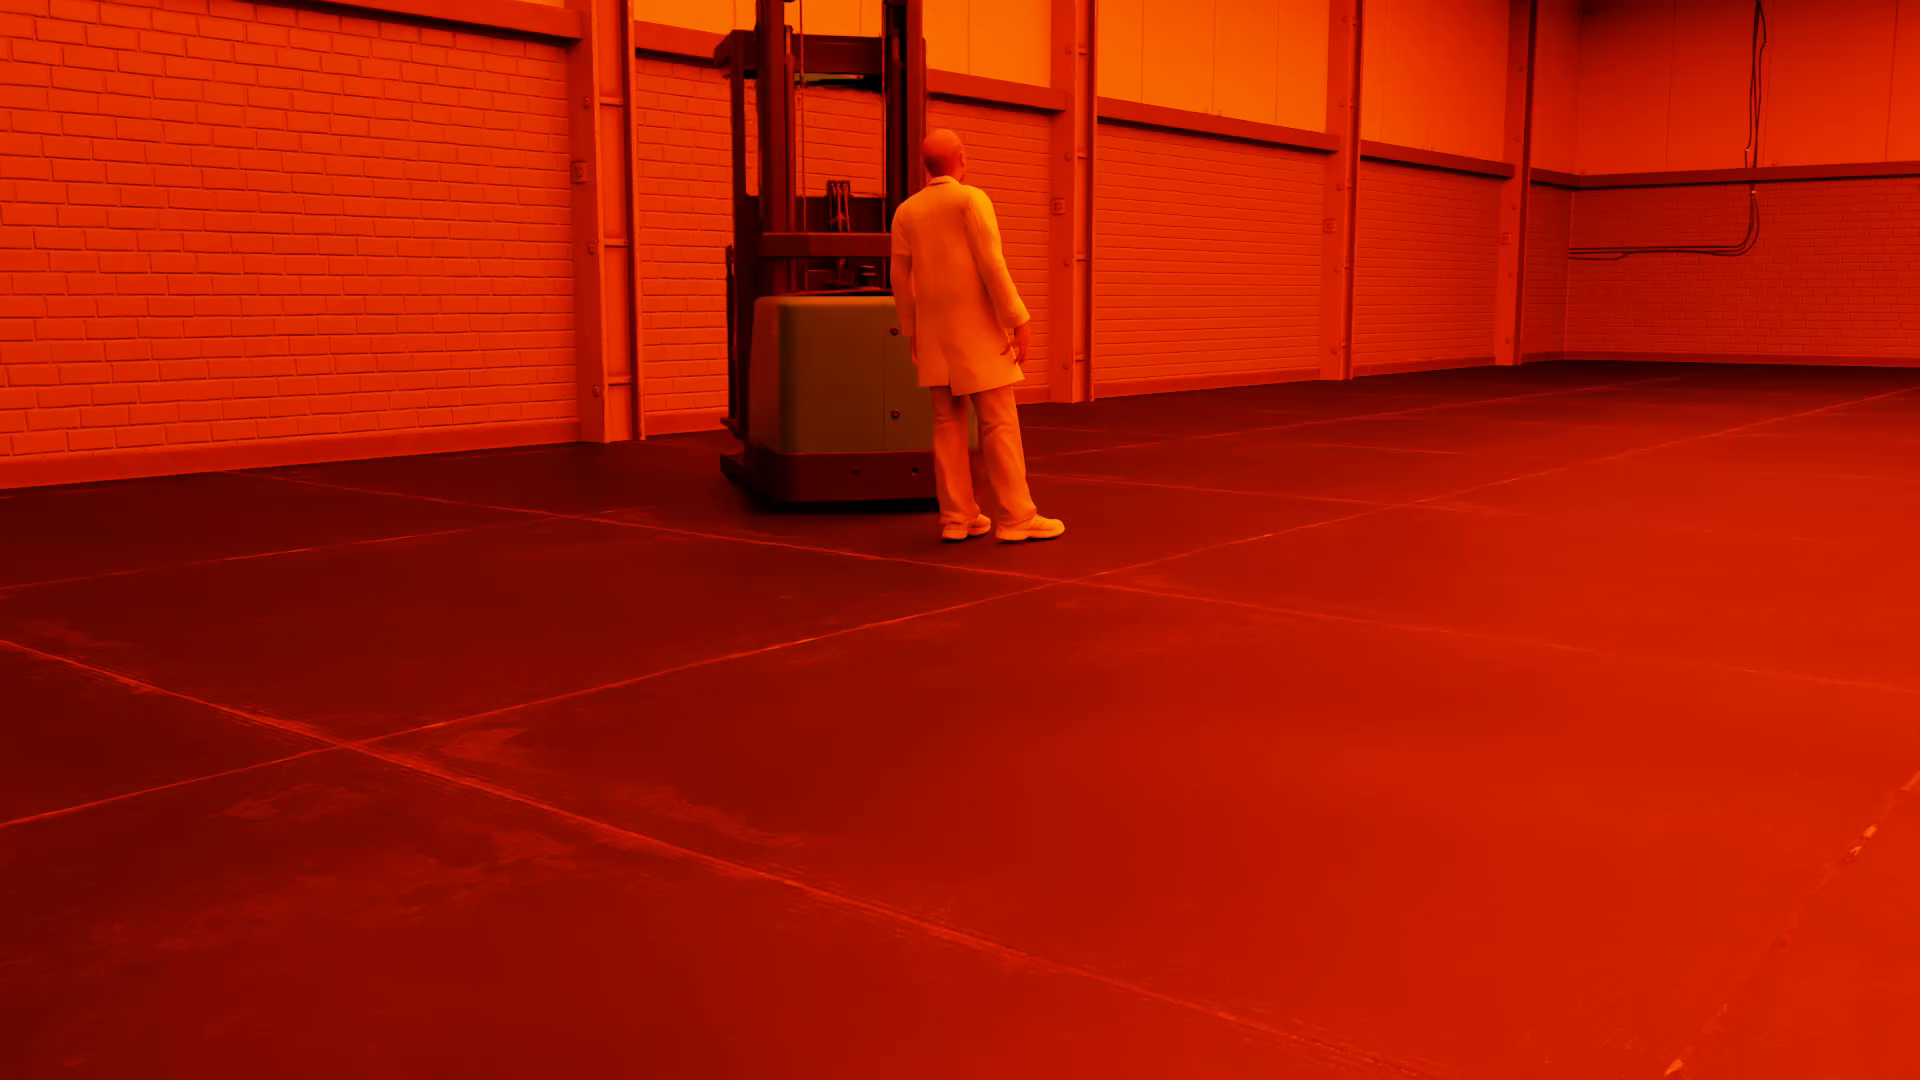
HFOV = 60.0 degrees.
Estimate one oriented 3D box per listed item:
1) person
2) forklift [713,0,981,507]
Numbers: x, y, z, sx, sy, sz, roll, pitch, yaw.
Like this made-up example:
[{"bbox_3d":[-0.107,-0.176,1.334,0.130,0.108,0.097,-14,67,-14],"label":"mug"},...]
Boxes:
[{"bbox_3d":[0.061,-0.896,7.343,0.696,1.775,0.579,7,11,38],"label":"person"},{"bbox_3d":[-0.793,-1.792,9.525,1.130,2.935,3.031,-2,9,-16],"label":"forklift"}]
